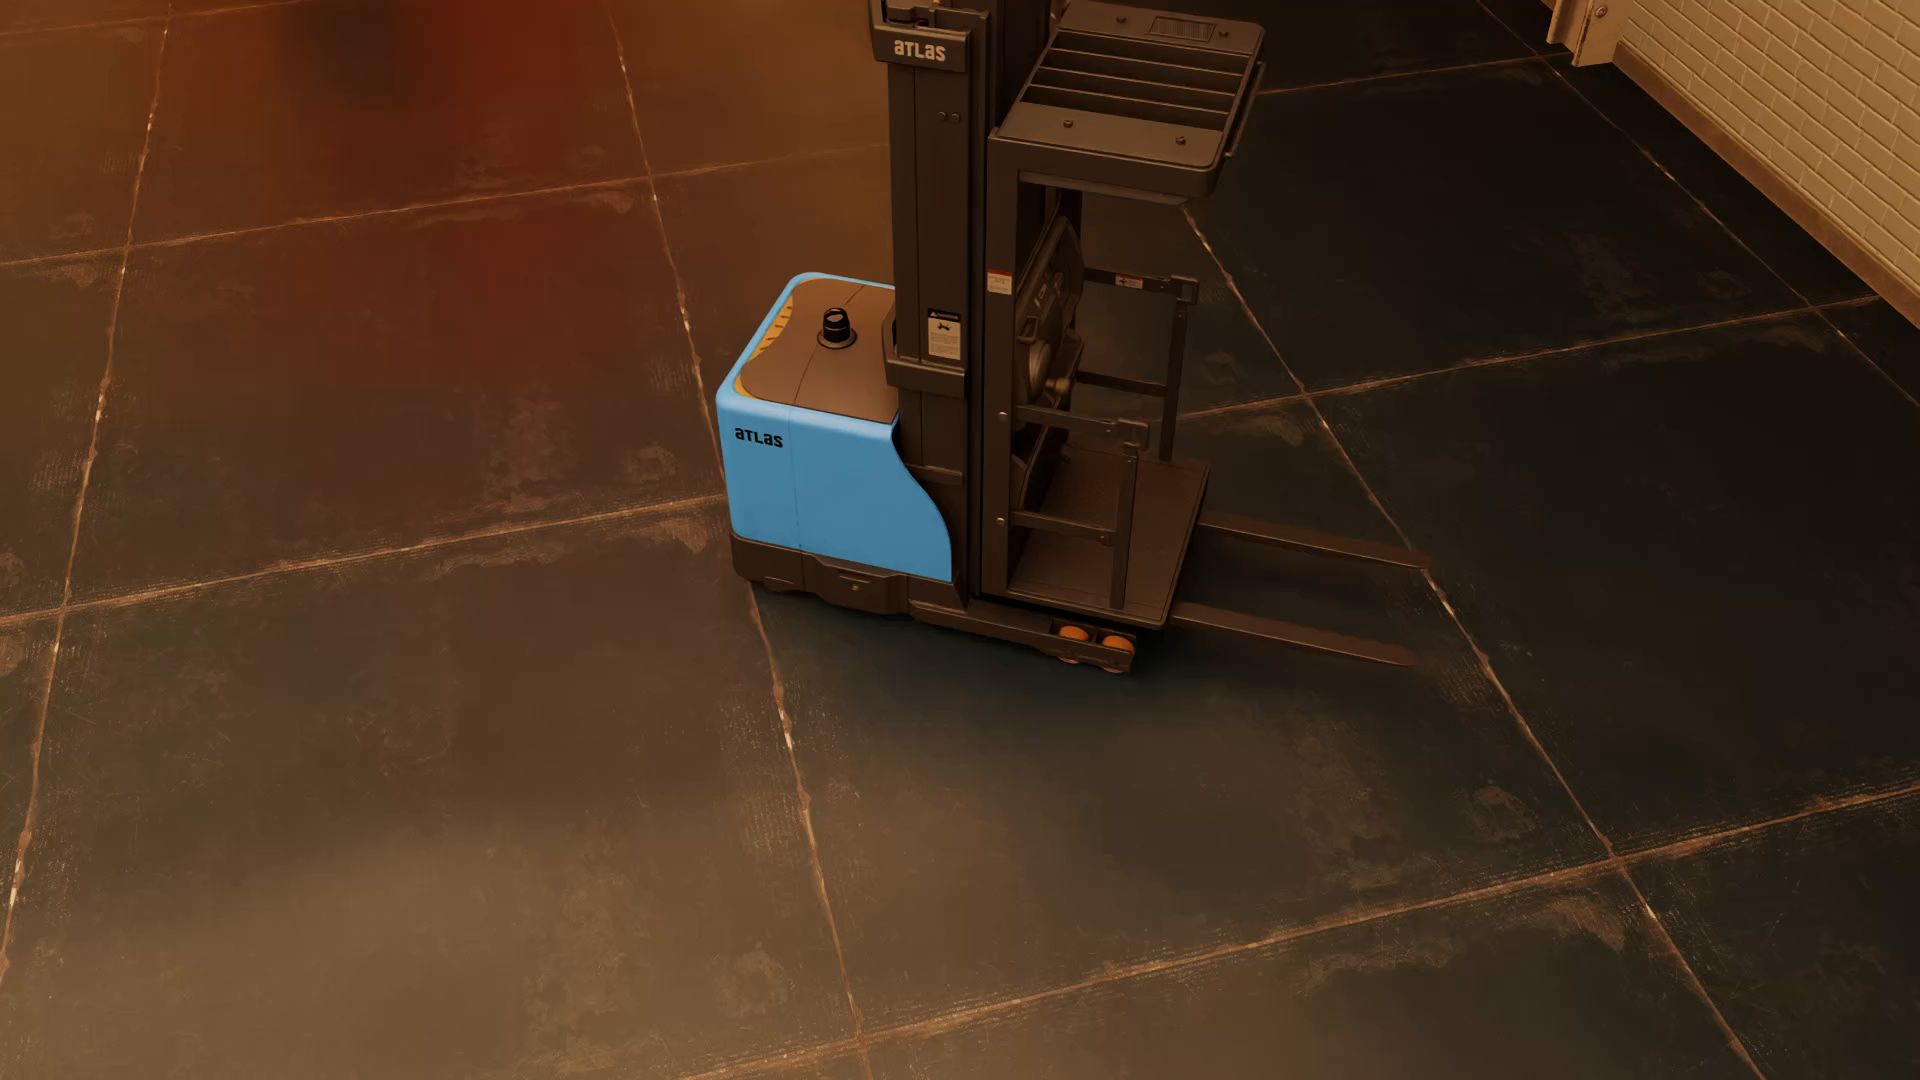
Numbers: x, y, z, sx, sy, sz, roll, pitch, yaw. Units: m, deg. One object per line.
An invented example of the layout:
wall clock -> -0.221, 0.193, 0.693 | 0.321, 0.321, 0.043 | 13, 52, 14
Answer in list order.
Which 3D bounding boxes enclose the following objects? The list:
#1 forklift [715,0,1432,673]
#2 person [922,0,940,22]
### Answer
forklift -> 0.545, -0.902, 6.600 | 3.031, 2.935, 1.130 | 12, 45, 12
person -> 0.035, -2.228, 8.877 | 0.538, 1.729, 0.702 | -1, 43, -1
